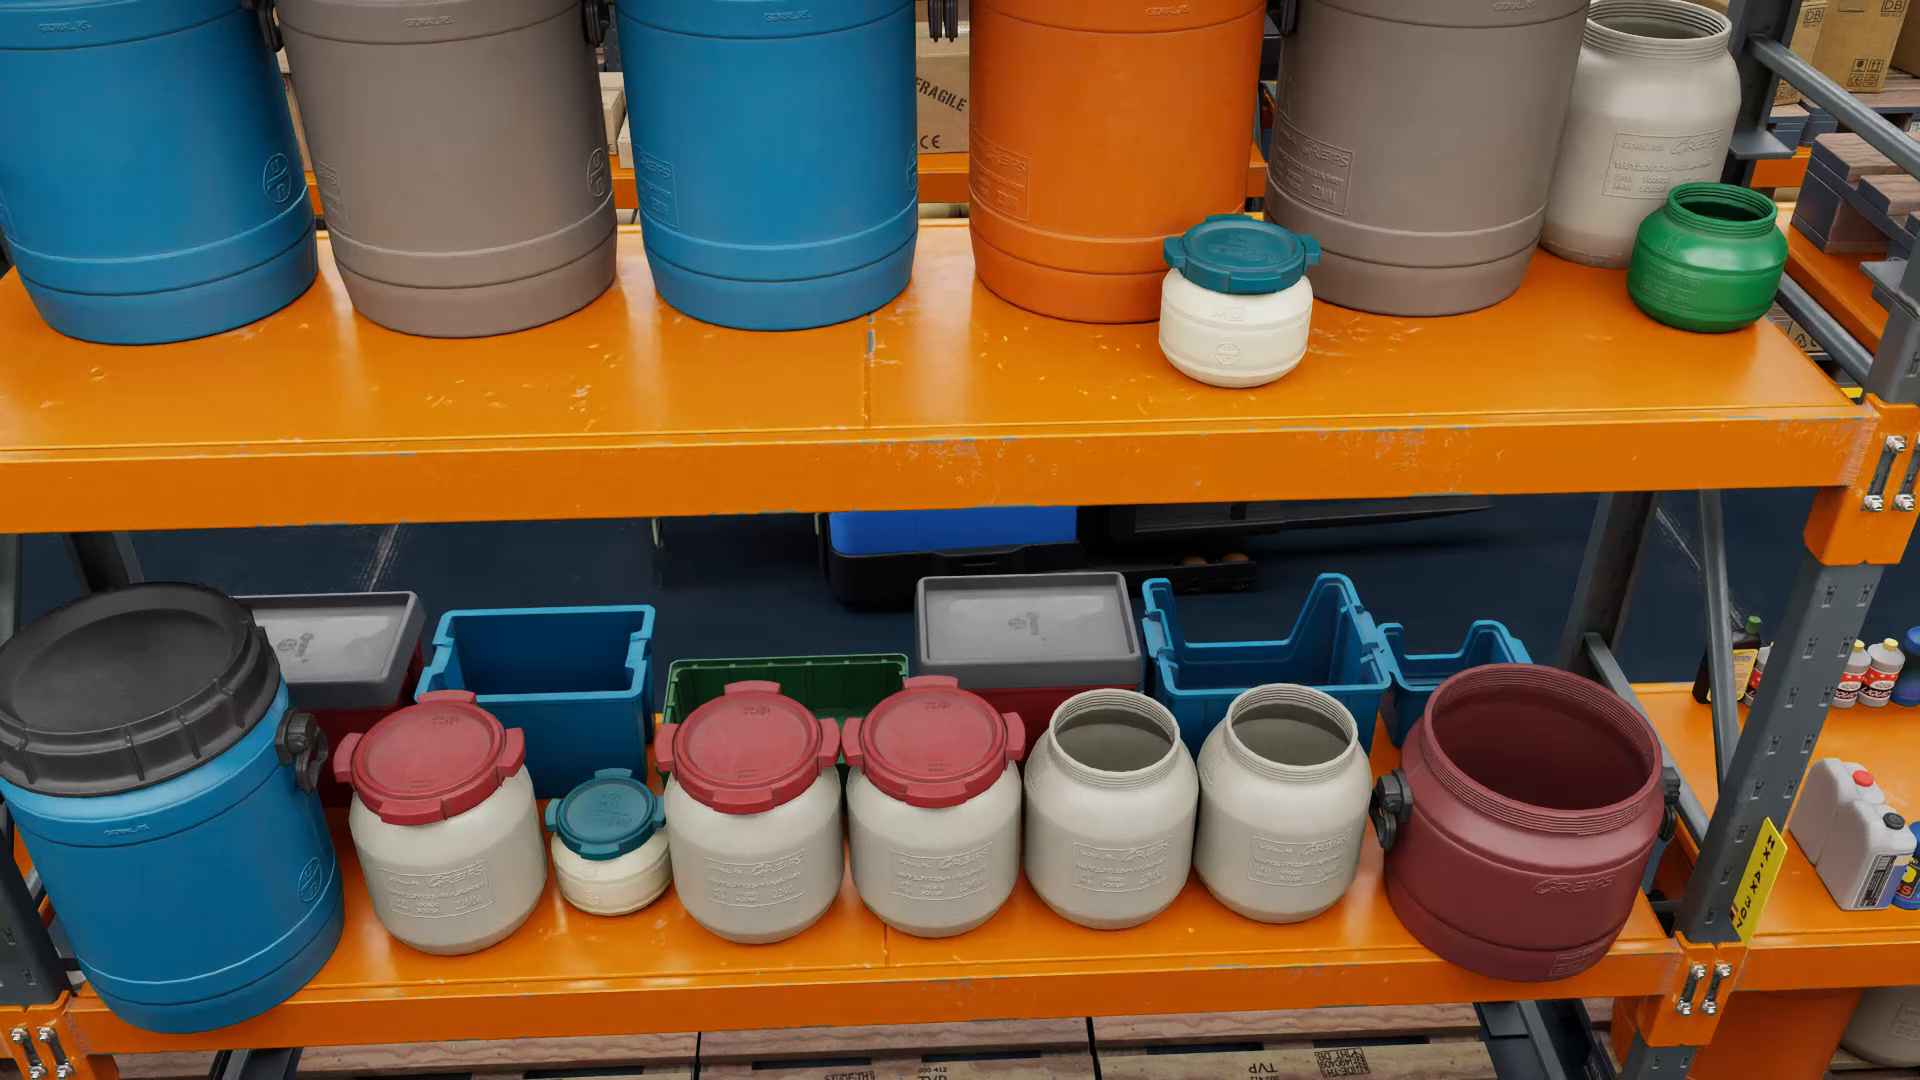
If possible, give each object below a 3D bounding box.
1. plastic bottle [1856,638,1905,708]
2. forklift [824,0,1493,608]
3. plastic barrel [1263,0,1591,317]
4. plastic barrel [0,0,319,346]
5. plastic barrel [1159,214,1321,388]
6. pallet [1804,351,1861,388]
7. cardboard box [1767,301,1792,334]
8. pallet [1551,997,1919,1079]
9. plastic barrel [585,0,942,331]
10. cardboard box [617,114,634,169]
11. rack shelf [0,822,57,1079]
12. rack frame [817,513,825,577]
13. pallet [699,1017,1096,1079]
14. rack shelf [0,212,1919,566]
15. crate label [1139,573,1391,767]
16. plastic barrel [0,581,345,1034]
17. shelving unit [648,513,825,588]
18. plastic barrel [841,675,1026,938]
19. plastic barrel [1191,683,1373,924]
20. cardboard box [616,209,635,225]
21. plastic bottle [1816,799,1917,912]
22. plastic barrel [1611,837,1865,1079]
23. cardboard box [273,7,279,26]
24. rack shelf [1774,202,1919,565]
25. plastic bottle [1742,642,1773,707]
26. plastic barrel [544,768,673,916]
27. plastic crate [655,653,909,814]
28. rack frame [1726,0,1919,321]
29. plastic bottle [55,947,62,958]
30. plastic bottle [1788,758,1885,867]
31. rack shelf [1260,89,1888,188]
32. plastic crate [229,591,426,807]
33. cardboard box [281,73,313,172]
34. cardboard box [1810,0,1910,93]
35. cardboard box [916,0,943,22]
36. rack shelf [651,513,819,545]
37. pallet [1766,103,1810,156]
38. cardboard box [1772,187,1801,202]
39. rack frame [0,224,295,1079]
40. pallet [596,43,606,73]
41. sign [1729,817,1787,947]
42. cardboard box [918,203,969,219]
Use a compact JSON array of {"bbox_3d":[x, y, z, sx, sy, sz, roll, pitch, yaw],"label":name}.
[{"bbox_3d":[2.630,0.371,4.752,0.097,0.201,0.097,0,35,0],"label":"plastic bottle"},{"bbox_3d":[0.891,-1.265,7.002,3.031,2.935,1.130,-4,35,-5],"label":"forklift"},{"bbox_3d":[0.971,-0.996,3.477,0.600,0.901,0.600,0,35,0],"label":"plastic barrel"},{"bbox_3d":[-1.696,-0.924,3.373,0.708,0.901,0.600,-2,35,-2],"label":"plastic barrel"},{"bbox_3d":[0.543,-0.465,3.272,0.301,0.262,0.301,0,35,0],"label":"plastic barrel"},{"bbox_3d":[4.756,-1.189,9.282,1.213,0.211,1.003,-2,35,-2],"label":"pallet"},{"bbox_3d":[4.092,-1.334,8.852,0.500,0.500,0.500,-1,35,-2],"label":"cardboard box"},{"bbox_3d":[2.588,1.646,5.186,1.213,0.211,1.003,-2,35,-2],"label":"pallet"},{"bbox_3d":[-0.389,-0.959,3.424,0.708,0.901,0.600,-2,35,-2],"label":"plastic barrel"},{"bbox_3d":[-1.529,-1.968,8.178,0.250,0.149,0.380,-2,35,-2],"label":"cardboard box"},{"bbox_3d":[-4.191,1.002,4.298,4.000,0.370,1.077,-2,35,-2],"label":"rack shelf"},{"bbox_3d":[-0.642,-0.562,7.244,0.023,1.500,0.400,-4,35,-5],"label":"rack frame"},{"bbox_3d":[-0.189,1.721,5.077,1.213,0.211,1.003,-2,35,-2],"label":"pallet"},{"bbox_3d":[-0.196,-0.339,3.600,4.000,0.370,1.077,-2,35,-2],"label":"rack shelf"},{"bbox_3d":[0.797,0.403,4.501,0.616,0.435,0.502,-2,35,-2],"label":"crate label"},{"bbox_3d":[-1.793,0.608,3.795,0.708,0.901,0.600,-2,35,-2],"label":"plastic barrel"},{"bbox_3d":[-1.006,-0.538,7.209,0.755,1.500,0.431,-4,35,-5],"label":"shelving unit"},{"bbox_3d":[-0.062,0.664,4.035,0.433,0.535,0.433,0,35,0],"label":"plastic barrel"},{"bbox_3d":[0.785,0.648,4.080,0.421,0.512,0.421,0,35,0],"label":"plastic barrel"},{"bbox_3d":[-2.033,-1.610,8.995,0.500,0.311,0.500,-2,35,-2],"label":"cardboard box"},{"bbox_3d":[2.250,0.768,4.114,0.135,0.276,0.152,-2,35,-2],"label":"plastic bottle"},{"bbox_3d":[2.290,1.241,4.858,0.708,0.830,0.600,-2,35,-2],"label":"plastic barrel"},{"bbox_3d":[-3.372,-2.708,7.799,0.500,0.500,0.700,-2,35,-2],"label":"cardboard box"},{"bbox_3d":[3.800,-0.447,3.756,4.000,0.370,1.077,-2,35,-2],"label":"rack shelf"},{"bbox_3d":[2.302,0.380,4.739,0.097,0.201,0.097,0,35,0],"label":"plastic bottle"},{"bbox_3d":[-0.864,0.761,4.136,0.301,0.262,0.301,0,35,0],"label":"plastic barrel"},{"bbox_3d":[-0.467,0.532,4.531,0.662,0.188,0.450,-2,35,-2],"label":"plastic crate"},{"bbox_3d":[1.802,-1.922,2.620,0.127,3.000,1.000,-2,35,-2],"label":"rack frame"},{"bbox_3d":[-2.854,1.375,5.134,0.135,0.276,0.152,0,35,0],"label":"plastic bottle"},{"bbox_3d":[2.242,0.681,4.239,0.135,0.276,0.152,-2,35,-2],"label":"plastic bottle"},{"bbox_3d":[3.569,-2.029,8.678,4.000,0.370,1.077,-2,35,-2],"label":"rack shelf"},{"bbox_3d":[-1.724,0.439,4.423,0.583,0.464,0.402,-2,35,-2],"label":"plastic crate"},{"bbox_3d":[-3.394,-2.171,8.163,0.500,0.500,0.700,-2,35,-3],"label":"cardboard box"},{"bbox_3d":[4.399,-2.652,8.490,0.500,0.500,0.700,4,35,5],"label":"cardboard box"},{"bbox_3d":[-0.399,-4.214,13.013,0.500,0.500,0.700,-2,35,-2],"label":"cardboard box"},{"bbox_3d":[-1.006,-0.270,7.395,0.720,0.370,0.431,-4,35,-5],"label":"rack shelf"},{"bbox_3d":[3.514,-2.247,8.530,1.213,0.211,1.003,-2,35,-2],"label":"pallet"},{"bbox_3d":[4.540,-1.637,9.289,0.500,0.500,0.500,-1,35,-2],"label":"cardboard box"},{"bbox_3d":[-2.193,0.652,4.171,0.127,3.000,1.000,-2,35,-2],"label":"rack frame"},{"bbox_3d":[-3.332,-3.794,13.047,1.213,0.211,1.003,-2,35,-2],"label":"pallet"},{"bbox_3d":[1.835,0.790,3.829,0.005,0.325,0.100,-2,35,-2],"label":"sign"},{"bbox_3d":[0.000,-1.665,9.075,0.500,0.311,0.500,-2,35,-4],"label":"cardboard box"}]
